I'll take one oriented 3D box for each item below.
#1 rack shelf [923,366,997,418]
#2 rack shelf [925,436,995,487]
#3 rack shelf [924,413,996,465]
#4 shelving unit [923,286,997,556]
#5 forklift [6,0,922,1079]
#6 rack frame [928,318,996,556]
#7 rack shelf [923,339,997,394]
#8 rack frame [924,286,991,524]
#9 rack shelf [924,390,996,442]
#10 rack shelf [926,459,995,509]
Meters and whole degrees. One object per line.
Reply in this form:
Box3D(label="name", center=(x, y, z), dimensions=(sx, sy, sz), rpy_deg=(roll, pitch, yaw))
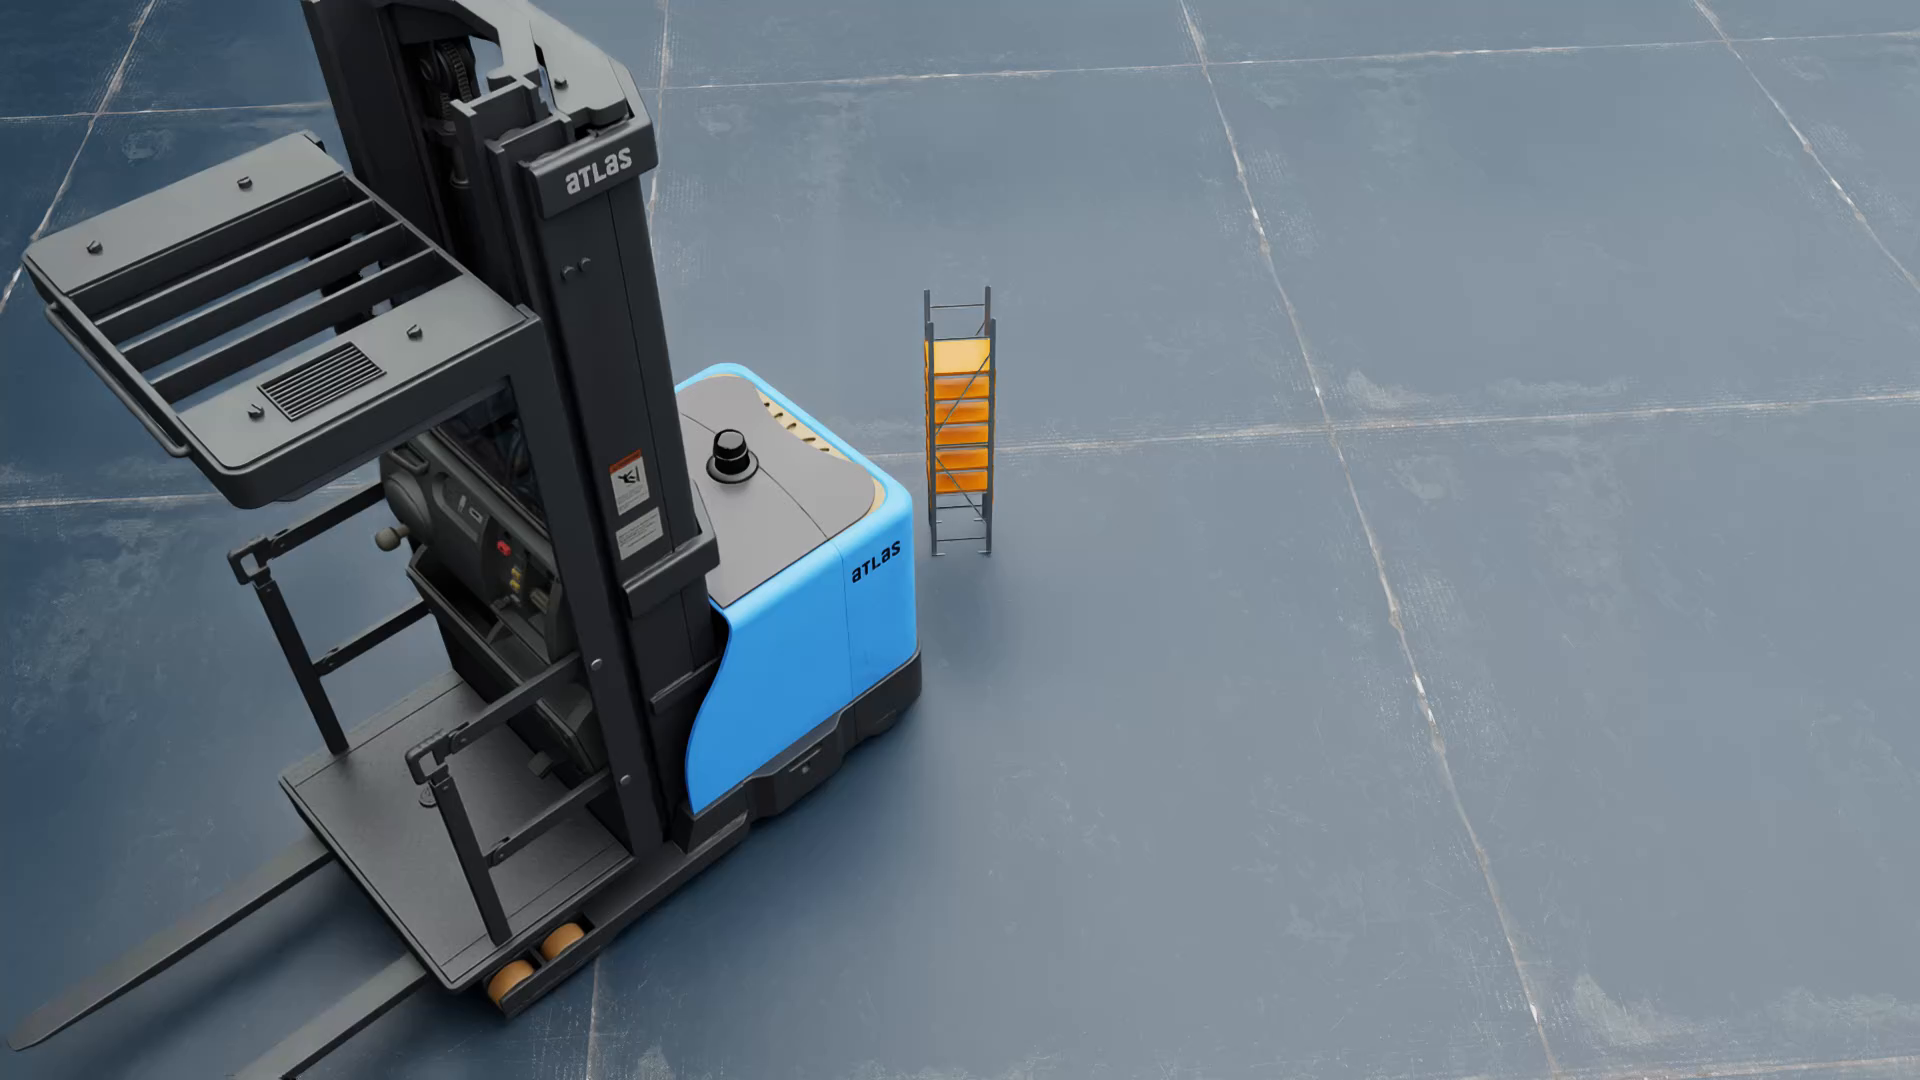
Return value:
Box3D(label="rack shelf", center=(-0.001, -0.558, 6.182), dimensions=(0.258, 0.103, 0.180), rpy_deg=(-3, 47, -3))
Box3D(label="rack shelf", center=(-0.001, -0.310, 6.444), dimensions=(0.258, 0.103, 0.180), rpy_deg=(-3, 47, -3))
Box3D(label="rack shelf", center=(-0.001, -0.392, 6.357), dimensions=(0.258, 0.103, 0.180), rpy_deg=(-3, 47, -3))
Box3D(label="shelving unit", center=(-0.001, -0.423, 6.324), dimensions=(0.258, 1.200, 0.189), rpy_deg=(-3, 47, -3))
Box3D(label="forklift", center=(-1.554, 0.068, 4.667), dimensions=(3.031, 2.935, 1.130), rpy_deg=(-35, 56, -28))
Box3D(label="rack frame", center=(0.006, -0.357, 6.262), dimensions=(0.240, 1.200, 0.006), rpy_deg=(-3, 47, -3))
Box3D(label="rack shelf", center=(-0.001, -0.640, 6.095), dimensions=(0.258, 0.103, 0.180), rpy_deg=(-3, 47, -3))
Box3D(label="rack frame", center=(-0.009, -0.489, 6.387), dimensions=(0.240, 1.200, 0.006), rpy_deg=(-3, 47, -3))
Box3D(label="rack shelf", center=(-0.001, -0.475, 6.269), dimensions=(0.258, 0.103, 0.180), rpy_deg=(-3, 47, -3))
Box3D(label="rack shelf", center=(-0.001, -0.227, 6.531), dimensions=(0.258, 0.103, 0.180), rpy_deg=(-3, 47, -3))
